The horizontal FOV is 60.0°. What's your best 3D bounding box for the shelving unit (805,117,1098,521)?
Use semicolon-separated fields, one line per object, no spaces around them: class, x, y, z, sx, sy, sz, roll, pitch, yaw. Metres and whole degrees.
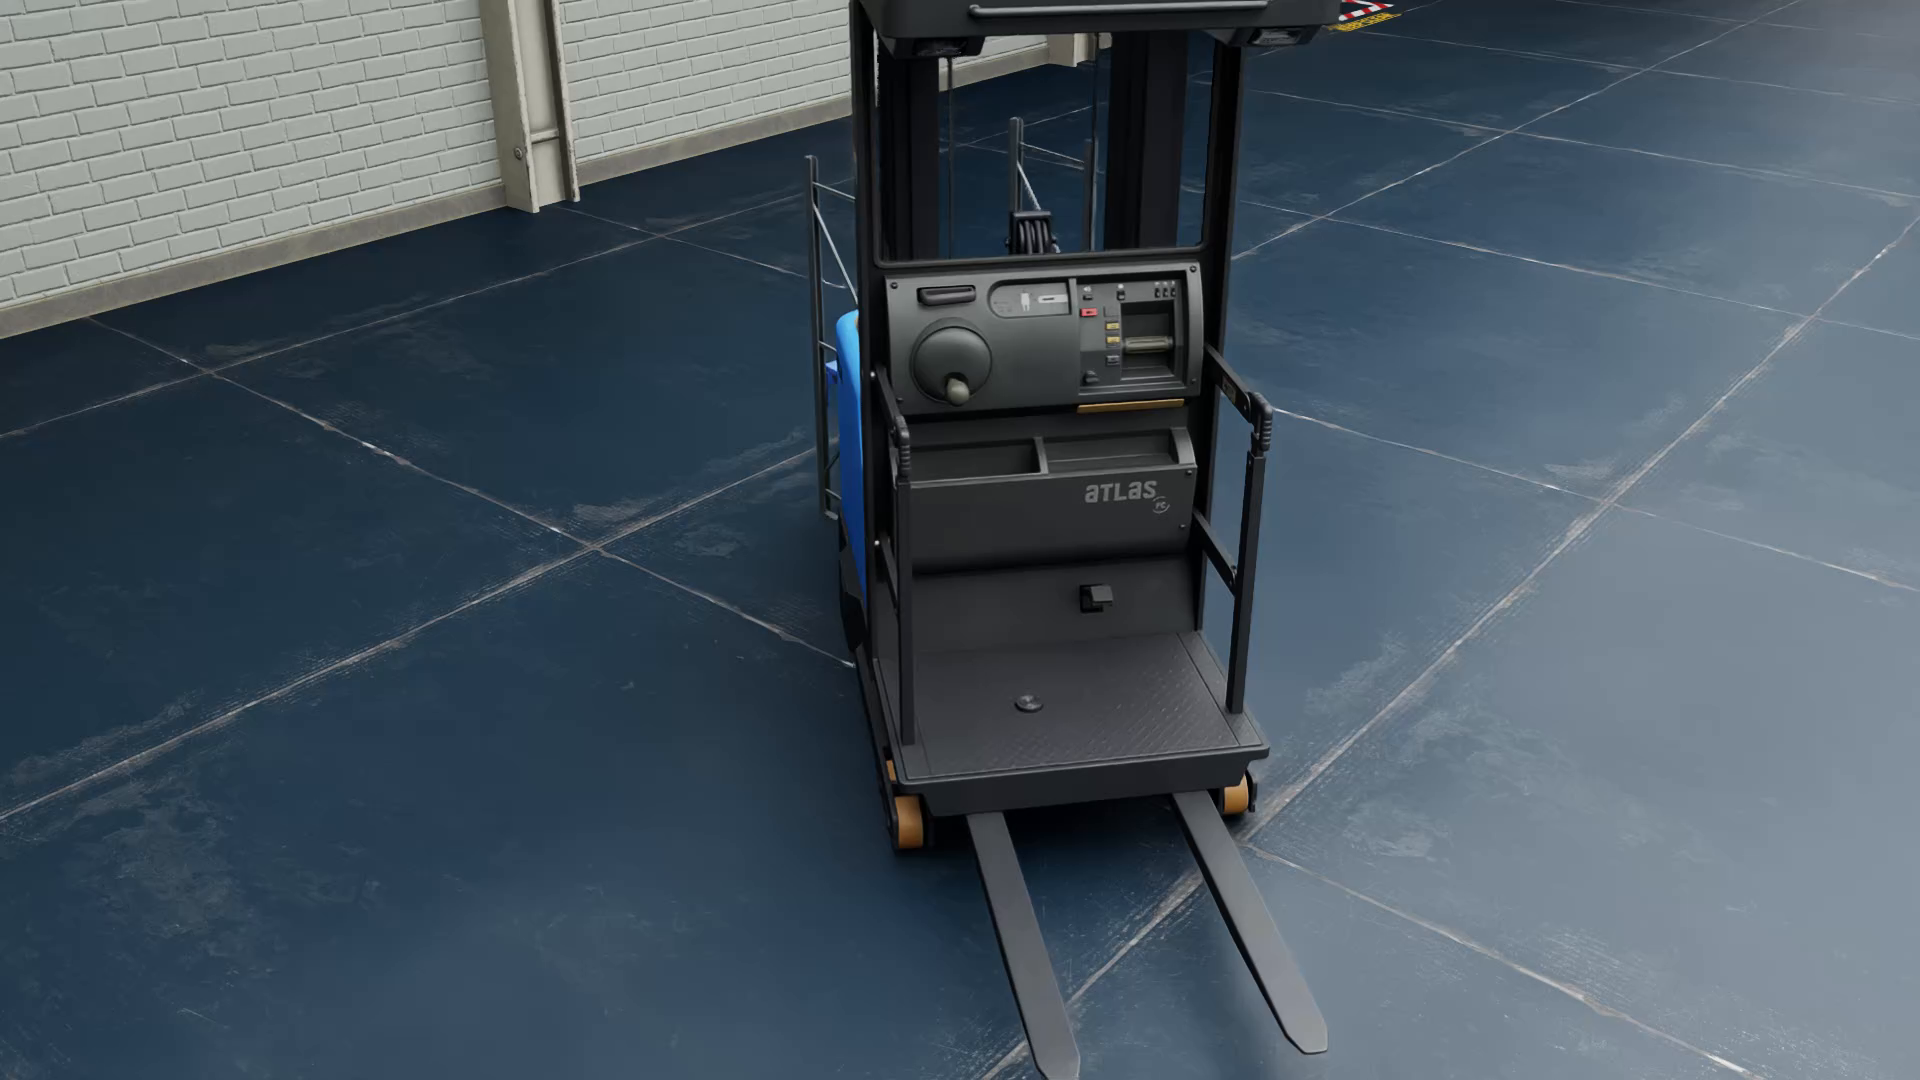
shelving unit;-0.023;-0.844;6.749;1.048;1.500;0.538;-20;33;-33

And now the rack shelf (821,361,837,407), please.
rack shelf;-0.023;-0.684;6.832;1.000;0.185;0.538;-20;33;-33

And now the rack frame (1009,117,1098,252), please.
rack frame;0.375;-0.989;7.029;0.032;1.500;0.500;-20;33;-33

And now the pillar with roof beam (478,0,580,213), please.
pillar with roof beam;0.533;-4.994;6.610;9.100;9.000;0.400;21;34;34

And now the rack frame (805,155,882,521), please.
rack frame;-0.422;-0.699;6.468;0.032;1.500;0.500;-20;33;-33

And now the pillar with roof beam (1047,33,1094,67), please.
pillar with roof beam;4.350;-7.121;10.722;9.100;9.000;0.400;21;34;34

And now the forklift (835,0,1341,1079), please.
forklift;0.289;-0.557;4.636;1.130;2.935;3.031;-4;28;-9
